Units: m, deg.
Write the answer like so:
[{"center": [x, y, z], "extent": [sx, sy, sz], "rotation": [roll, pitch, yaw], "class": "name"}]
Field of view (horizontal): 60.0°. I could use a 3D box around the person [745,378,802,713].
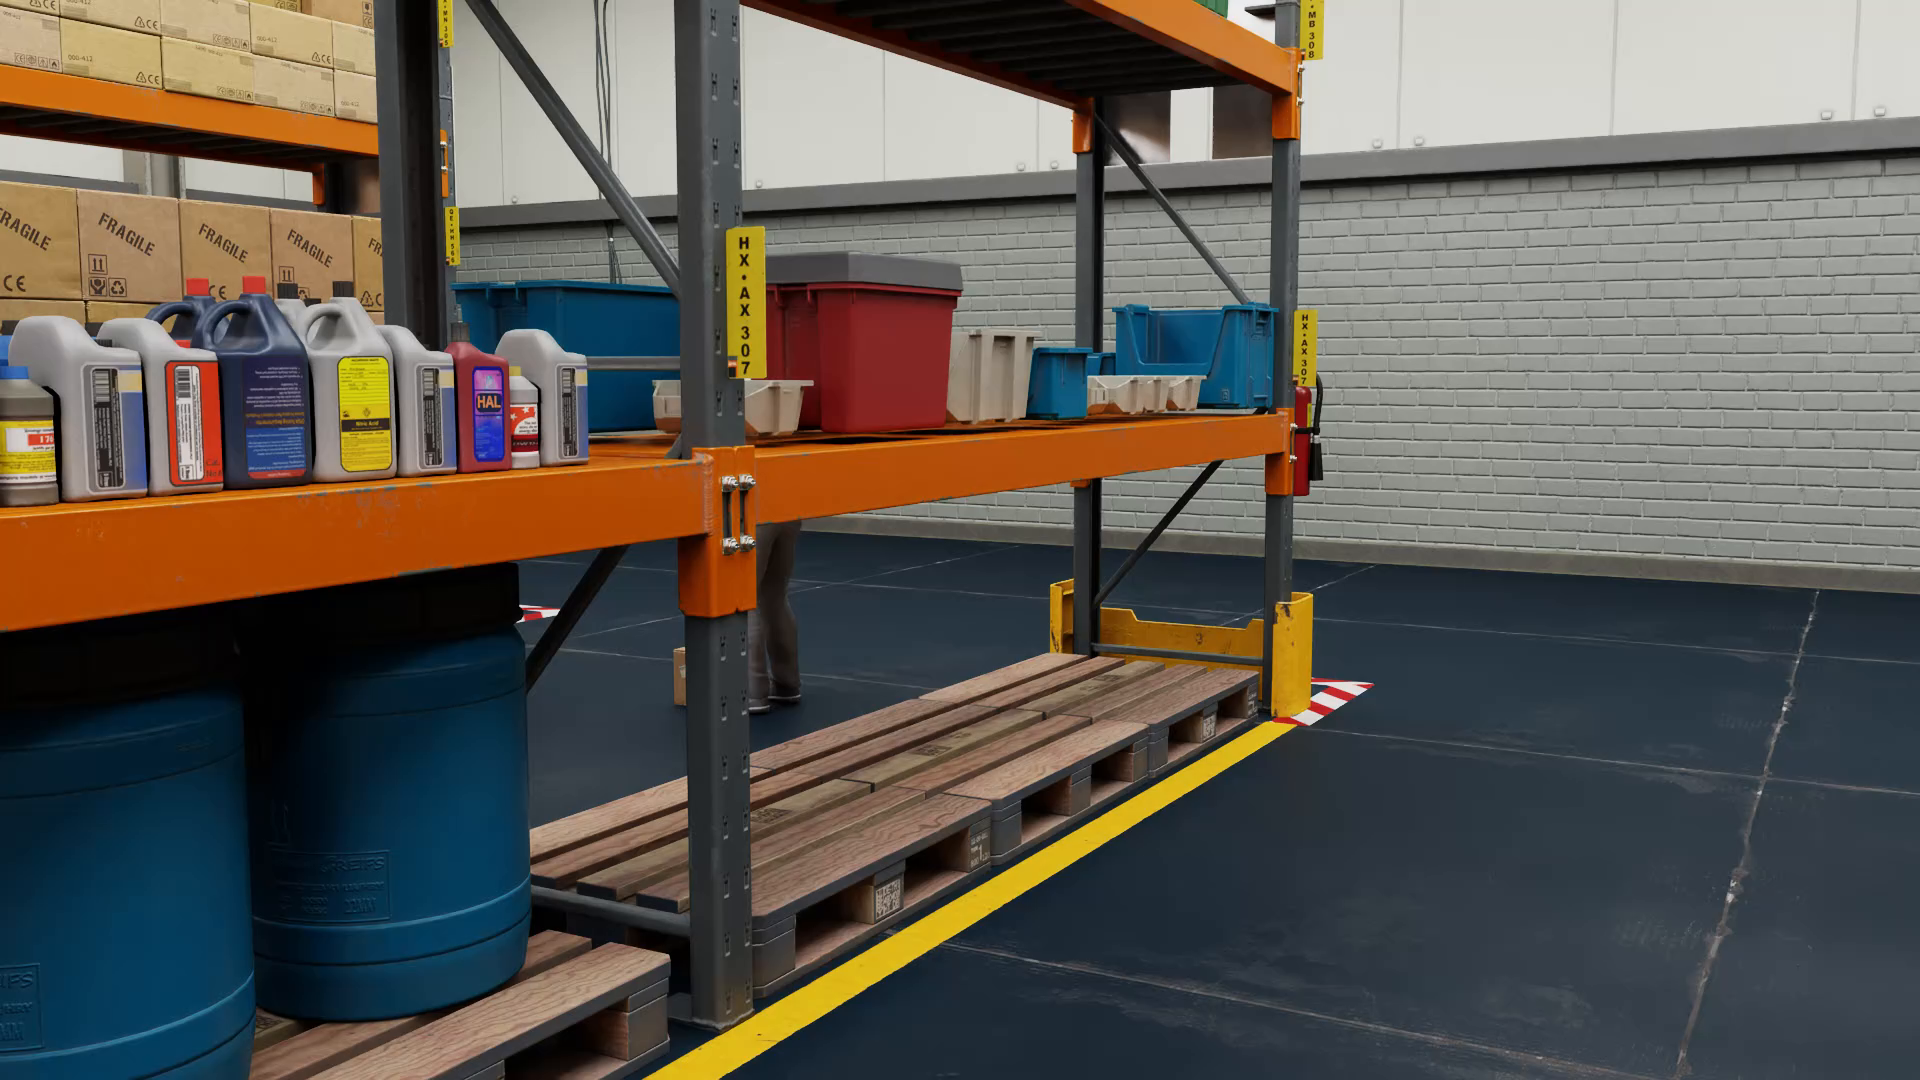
[{"center": [-0.894, -0.082, 7.295], "extent": [0.397, 1.656, 0.503], "rotation": [3, 7, 29], "class": "person"}]
